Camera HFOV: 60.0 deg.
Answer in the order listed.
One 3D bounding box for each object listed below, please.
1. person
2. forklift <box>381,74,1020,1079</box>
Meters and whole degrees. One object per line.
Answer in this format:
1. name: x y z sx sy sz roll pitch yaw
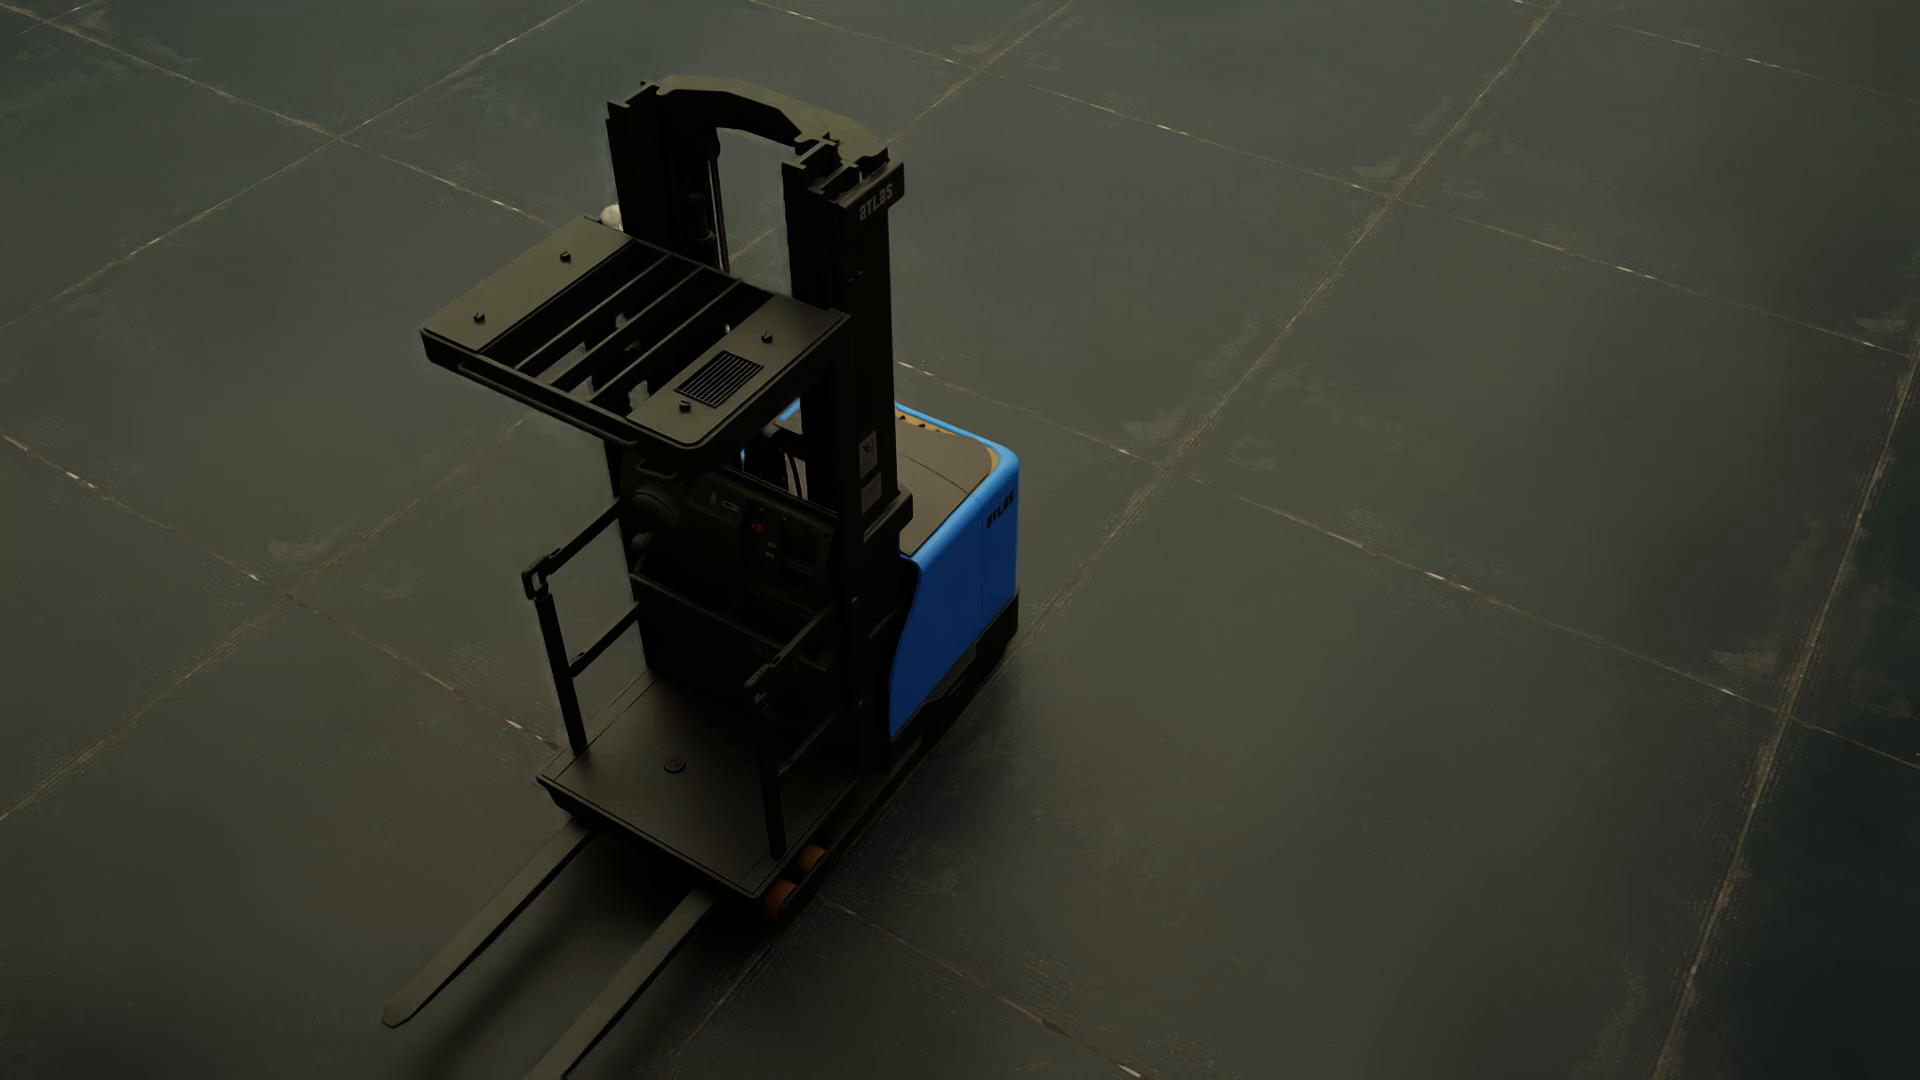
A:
1. person: -1.470 -0.964 7.992 0.538 1.623 1.040 -30 51 -28
2. forklift: -0.953 0.037 5.810 1.130 2.935 3.031 24 48 23
